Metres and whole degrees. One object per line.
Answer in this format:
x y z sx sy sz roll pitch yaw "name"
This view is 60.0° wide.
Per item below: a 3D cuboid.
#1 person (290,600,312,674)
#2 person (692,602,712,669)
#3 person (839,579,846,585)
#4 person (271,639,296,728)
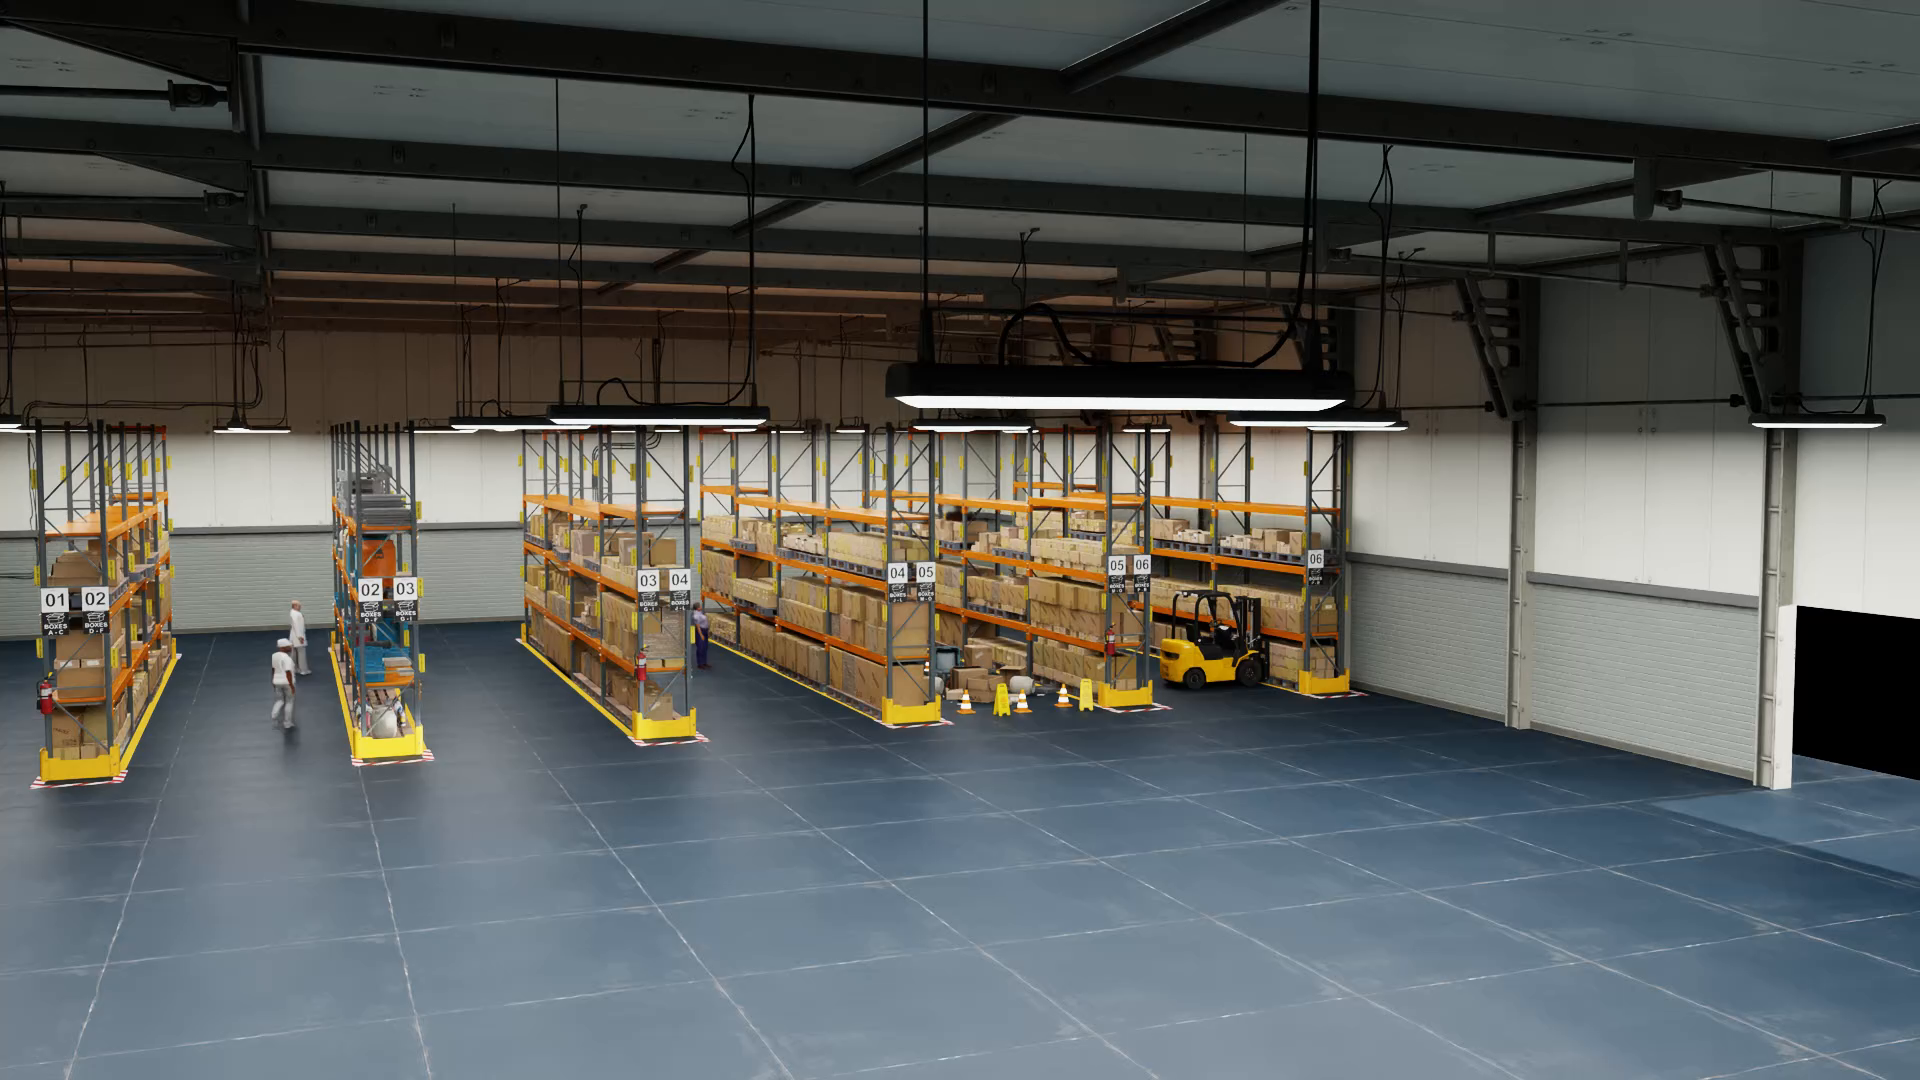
-15.838 2.331 39.917 0.471 1.774 0.636 -3 5 -39 "person"
-6.364 2.363 41.112 0.455 1.655 0.535 1 4 14 "person"
-3.306 1.933 46.773 0.433 1.733 0.552 -3 5 -41 "person"
-13.221 2.802 32.427 0.540 1.759 0.602 1 4 8 "person"
